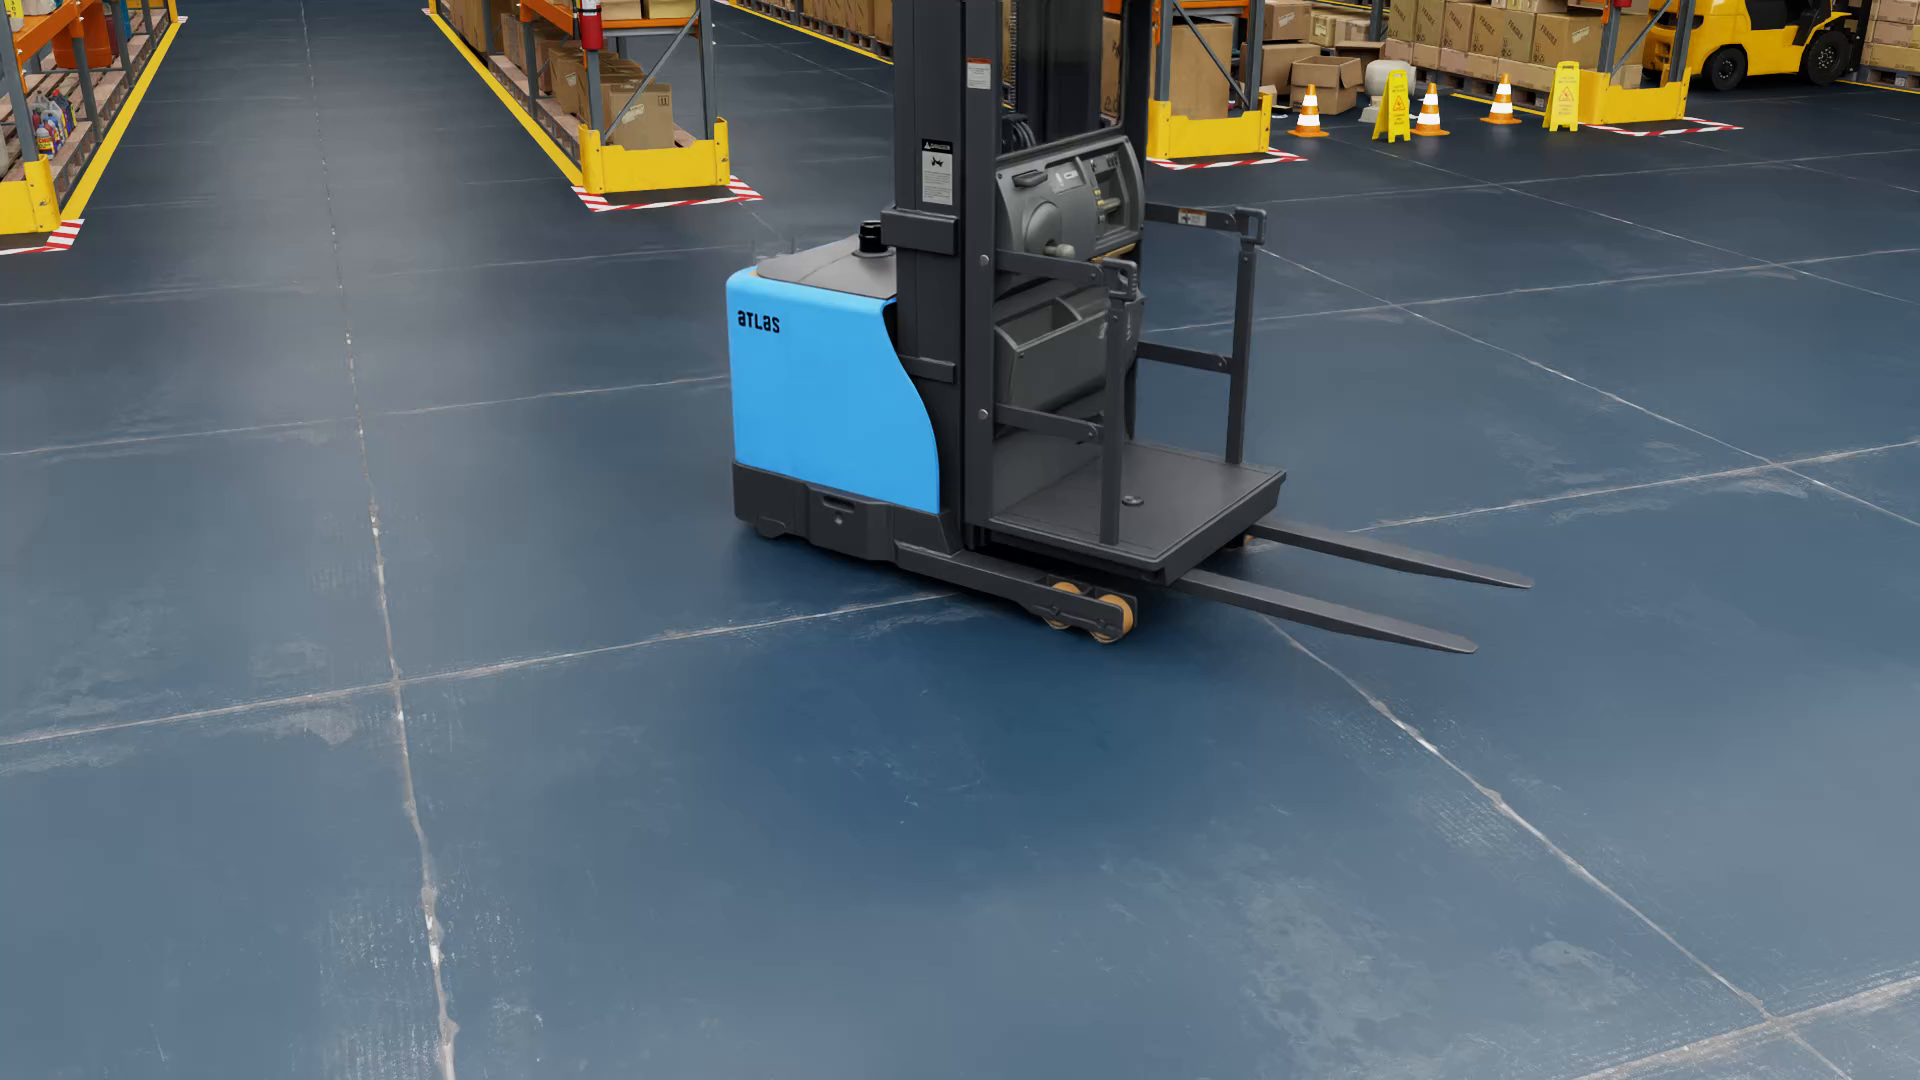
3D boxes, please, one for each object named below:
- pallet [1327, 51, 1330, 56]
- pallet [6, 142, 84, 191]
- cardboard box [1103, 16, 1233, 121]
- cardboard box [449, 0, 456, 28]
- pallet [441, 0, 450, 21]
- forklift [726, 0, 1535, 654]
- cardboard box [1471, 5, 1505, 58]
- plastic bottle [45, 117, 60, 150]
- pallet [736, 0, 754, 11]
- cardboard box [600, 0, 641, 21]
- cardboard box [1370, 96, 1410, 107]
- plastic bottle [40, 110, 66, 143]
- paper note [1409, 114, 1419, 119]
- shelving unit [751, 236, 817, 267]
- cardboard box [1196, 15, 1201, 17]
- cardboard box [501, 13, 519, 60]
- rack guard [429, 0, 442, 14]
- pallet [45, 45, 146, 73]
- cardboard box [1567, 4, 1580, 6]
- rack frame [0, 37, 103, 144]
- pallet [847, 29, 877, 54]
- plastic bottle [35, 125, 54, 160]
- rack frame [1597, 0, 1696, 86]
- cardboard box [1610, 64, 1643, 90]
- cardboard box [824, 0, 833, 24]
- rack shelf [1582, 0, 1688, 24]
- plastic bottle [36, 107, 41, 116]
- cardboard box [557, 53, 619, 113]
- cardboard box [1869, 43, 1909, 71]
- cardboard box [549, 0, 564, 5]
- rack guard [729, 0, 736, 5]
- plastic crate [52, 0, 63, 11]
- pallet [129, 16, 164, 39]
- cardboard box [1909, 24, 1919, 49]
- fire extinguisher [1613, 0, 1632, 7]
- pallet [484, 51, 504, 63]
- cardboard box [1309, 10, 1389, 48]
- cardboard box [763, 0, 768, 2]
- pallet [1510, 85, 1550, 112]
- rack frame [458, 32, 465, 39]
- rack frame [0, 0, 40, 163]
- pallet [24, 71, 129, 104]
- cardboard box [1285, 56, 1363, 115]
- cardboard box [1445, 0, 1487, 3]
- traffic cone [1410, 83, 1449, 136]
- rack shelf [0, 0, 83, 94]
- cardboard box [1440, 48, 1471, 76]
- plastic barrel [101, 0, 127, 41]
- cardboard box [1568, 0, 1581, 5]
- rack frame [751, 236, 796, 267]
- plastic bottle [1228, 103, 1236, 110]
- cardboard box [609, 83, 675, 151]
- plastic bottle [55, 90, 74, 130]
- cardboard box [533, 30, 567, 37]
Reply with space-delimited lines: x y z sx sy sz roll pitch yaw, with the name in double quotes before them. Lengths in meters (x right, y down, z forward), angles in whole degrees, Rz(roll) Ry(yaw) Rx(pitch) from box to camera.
"pallet" 4.688 -6.522 21.951 1.003 0.211 1.213 -8 24 -19
"pallet" -7.873 -3.062 13.743 1.003 0.211 1.213 -8 24 -19
"cardboard box" 1.915 -4.362 15.433 0.875 0.875 0.875 -8 24 -19
"cardboard box" -6.454 -7.612 23.142 1.225 0.875 0.875 -8 24 -19
"pallet" -7.756 -8.515 26.682 1.003 0.211 1.213 -8 24 -19
"forklift" 0.578 -1.222 5.876 3.031 2.935 1.130 15 27 31
"cardboard box" 5.926 -5.527 18.036 0.500 0.500 0.500 -9 24 -20
"plastic bottle" -7.598 -3.395 13.889 0.097 0.271 0.097 0 23 0
"pallet" -3.155 -9.111 28.096 1.003 0.211 1.213 -8 24 -19
"cardboard box" -2.753 -4.226 13.238 0.380 0.149 0.250 -8 24 -19
"cardboard box" 4.459 -4.512 17.263 0.380 0.149 0.250 4 23 9
"plastic bottle" -7.773 -3.547 14.244 0.152 0.276 0.135 -8 24 -18
"paper note" 4.616 -4.329 16.981 0.148 0.019 0.142 -18 29 -37
"shelving unit" -0.744 -0.763 7.208 0.215 1.050 0.252 -11 25 -25
"cardboard box" 3.819 -8.010 24.087 0.875 0.875 0.875 -9 24 -19
"cardboard box" -5.030 -5.984 19.737 0.700 0.500 0.500 -10 25 -22
"rack guard" -8.120 -8.937 27.311 1.175 0.500 0.348 -8 24 -19
"pallet" -10.664 -5.932 20.553 1.003 0.211 1.213 -8 24 -19
"cardboard box" 6.418 -5.611 18.234 0.500 0.500 0.500 -8 24 -18
"rack frame" -8.506 -5.041 14.847 1.000 3.000 0.127 -8 24 -19
"pallet" -0.884 -6.816 22.651 1.003 0.211 1.213 -8 24 -19
"plastic bottle" -7.442 -3.234 13.508 0.097 0.271 0.097 0 23 0
"rack frame" 6.812 -5.626 16.237 1.000 3.000 0.127 -8 24 -19
"cardboard box" 6.786 -4.884 17.475 0.500 0.250 0.500 -9 24 -19
"cardboard box" -1.623 -7.627 23.661 0.500 0.500 0.500 -8 24 -18
"rack shelf" 6.105 -6.022 18.101 1.077 0.370 4.000 -8 24 -19
"plastic bottle" -7.914 -3.587 14.328 0.061 0.283 0.133 -8 24 -19
"cardboard box" -3.559 -4.404 16.014 0.500 0.500 0.500 -1 23 -2
"cardboard box" 10.826 -5.545 19.043 0.500 0.250 0.500 -8 24 -19
"cardboard box" -3.381 -4.757 14.497 0.380 0.149 0.250 -8 24 -19
"rack guard" -3.409 -9.545 28.752 1.175 0.500 0.348 -8 24 -19
"plastic crate" -7.861 -4.607 14.010 0.499 0.251 0.616 -8 24 -19
"pallet" -12.063 -7.368 23.960 1.003 0.211 1.213 -8 24 -19
"cardboard box" 10.990 -5.600 18.529 0.500 0.250 0.500 -9 24 -20
"fire extinguisher" 6.421 -5.486 16.003 0.296 0.674 0.183 -8 24 -19
"pallet" -5.493 -6.185 21.154 1.003 0.211 1.213 -8 24 -19
"cardboard box" 4.954 -6.513 21.184 0.950 0.372 0.625 -7 24 -16
"cardboard box" -2.991 -8.809 26.919 0.380 0.149 0.250 -8 24 -19
"pallet" 6.531 -4.669 17.556 1.003 0.211 1.213 -8 24 -19
"rack frame" -6.698 -8.627 23.356 1.000 3.000 0.127 -8 24 -19
"rack frame" -7.093 -3.587 11.399 1.000 3.000 0.127 -8 24 -19
"pallet" -9.682 -4.922 18.156 1.003 0.211 1.213 -8 24 -19
"cardboard box" 3.823 -4.767 17.412 0.637 0.503 0.797 12 26 27
"cardboard box" 5.624 -6.062 18.469 0.380 0.149 0.250 -7 24 -16
"traffic cone" 4.535 -4.161 16.026 0.336 0.463 0.334 -8 24 -19
"rack shelf" -7.799 -3.982 13.263 1.077 0.370 4.000 -8 24 -19
"cardboard box" 5.744 -5.370 18.628 0.500 0.250 0.500 -9 24 -20
"plastic barrel" -10.906 -6.717 20.985 0.600 0.901 0.708 -8 24 -19
"cardboard box" 9.074 -7.850 24.030 0.875 0.625 0.625 -8 24 -17
"rack frame" -0.799 -0.805 7.308 0.200 1.050 0.008 -11 25 -25
"plastic bottle" 2.771 -4.551 17.469 0.283 0.061 0.133 -18 29 -37
"cardboard box" -2.664 -3.538 13.959 0.500 0.500 0.500 -4 23 -9
"plastic bottle" -8.009 -3.828 14.815 0.144 0.351 0.185 -9 24 -20
"cardboard box" -4.220 -5.173 17.813 0.700 0.500 0.500 -8 24 -19
